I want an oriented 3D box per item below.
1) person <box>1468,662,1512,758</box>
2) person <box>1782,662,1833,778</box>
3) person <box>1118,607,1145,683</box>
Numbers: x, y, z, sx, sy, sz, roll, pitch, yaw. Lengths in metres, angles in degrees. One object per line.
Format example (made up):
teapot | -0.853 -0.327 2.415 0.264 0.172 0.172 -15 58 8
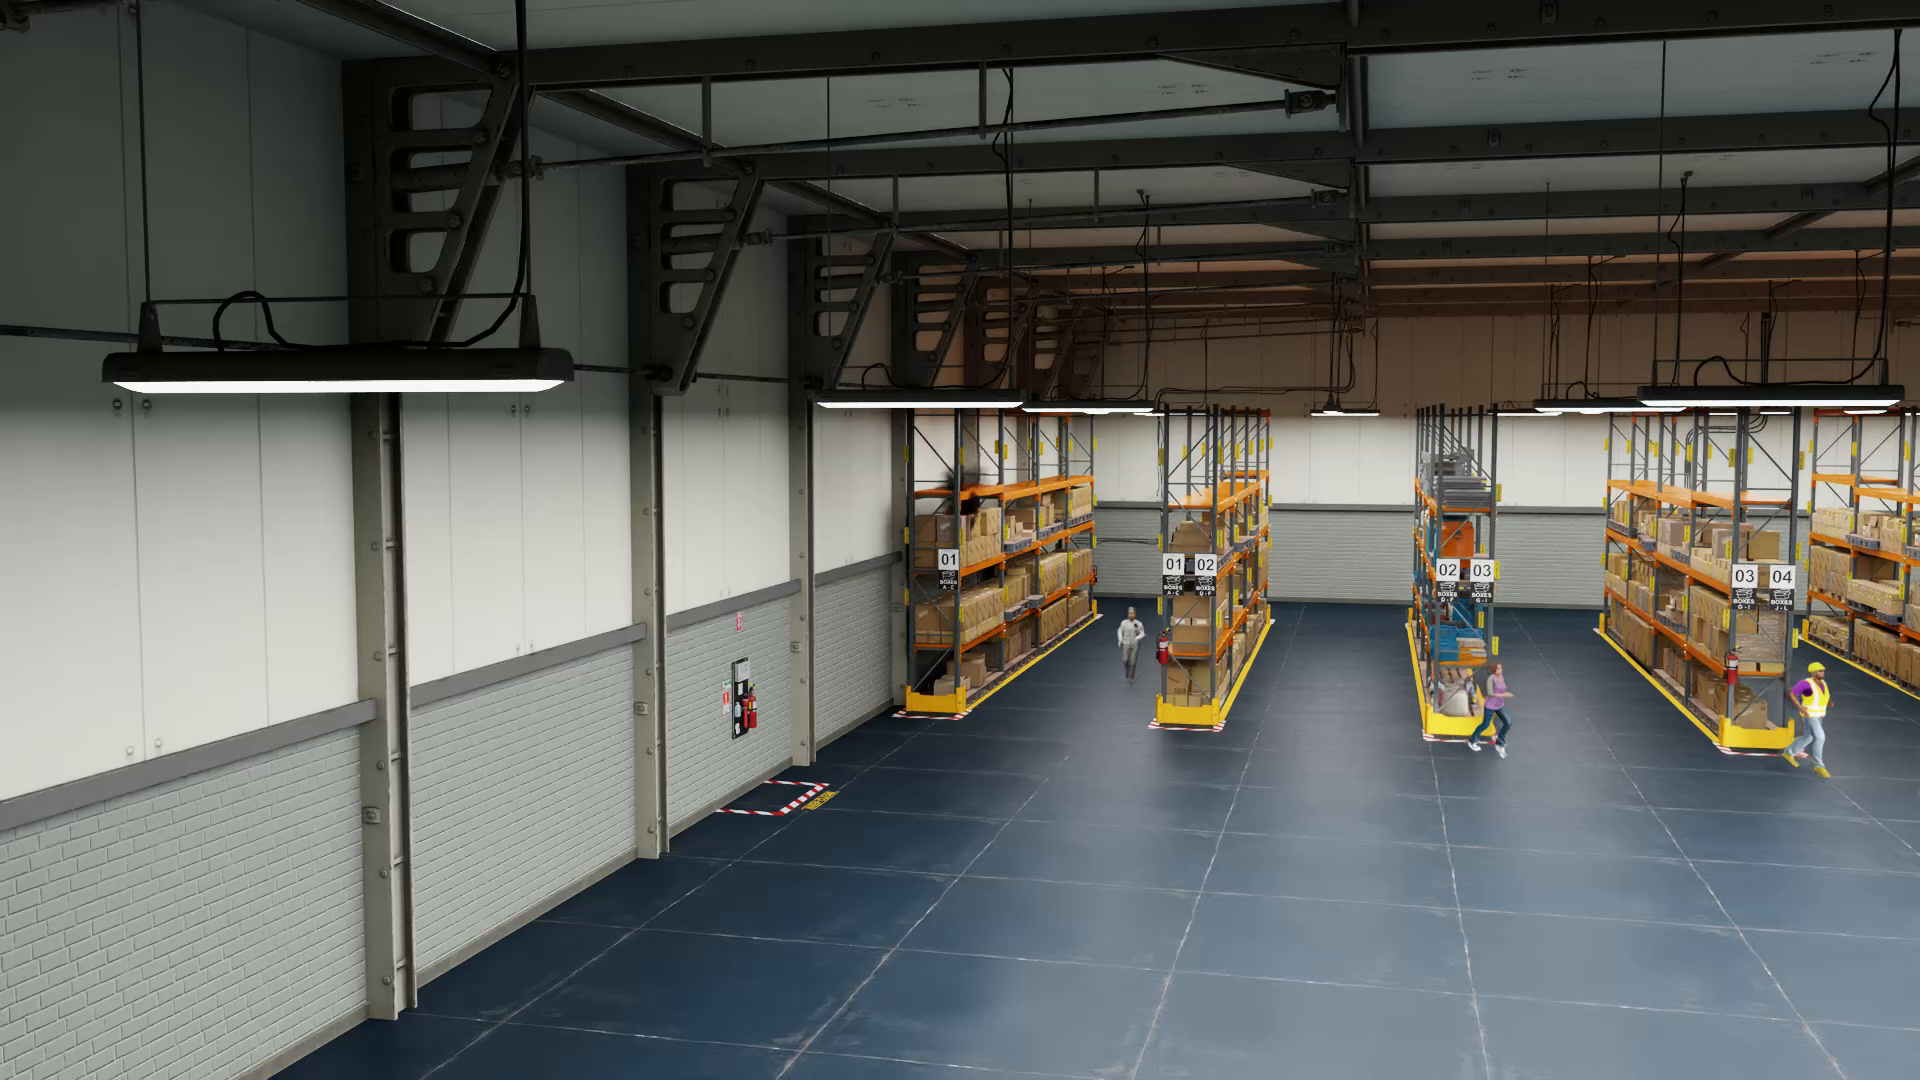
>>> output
person | 9.071 2.874 28.275 0.547 1.606 0.827 -3 5 -34
person | 13.797 2.869 26.945 0.715 1.807 0.862 -3 5 -34
person | 3.693 2.274 35.994 0.612 1.650 0.550 1 4 12
